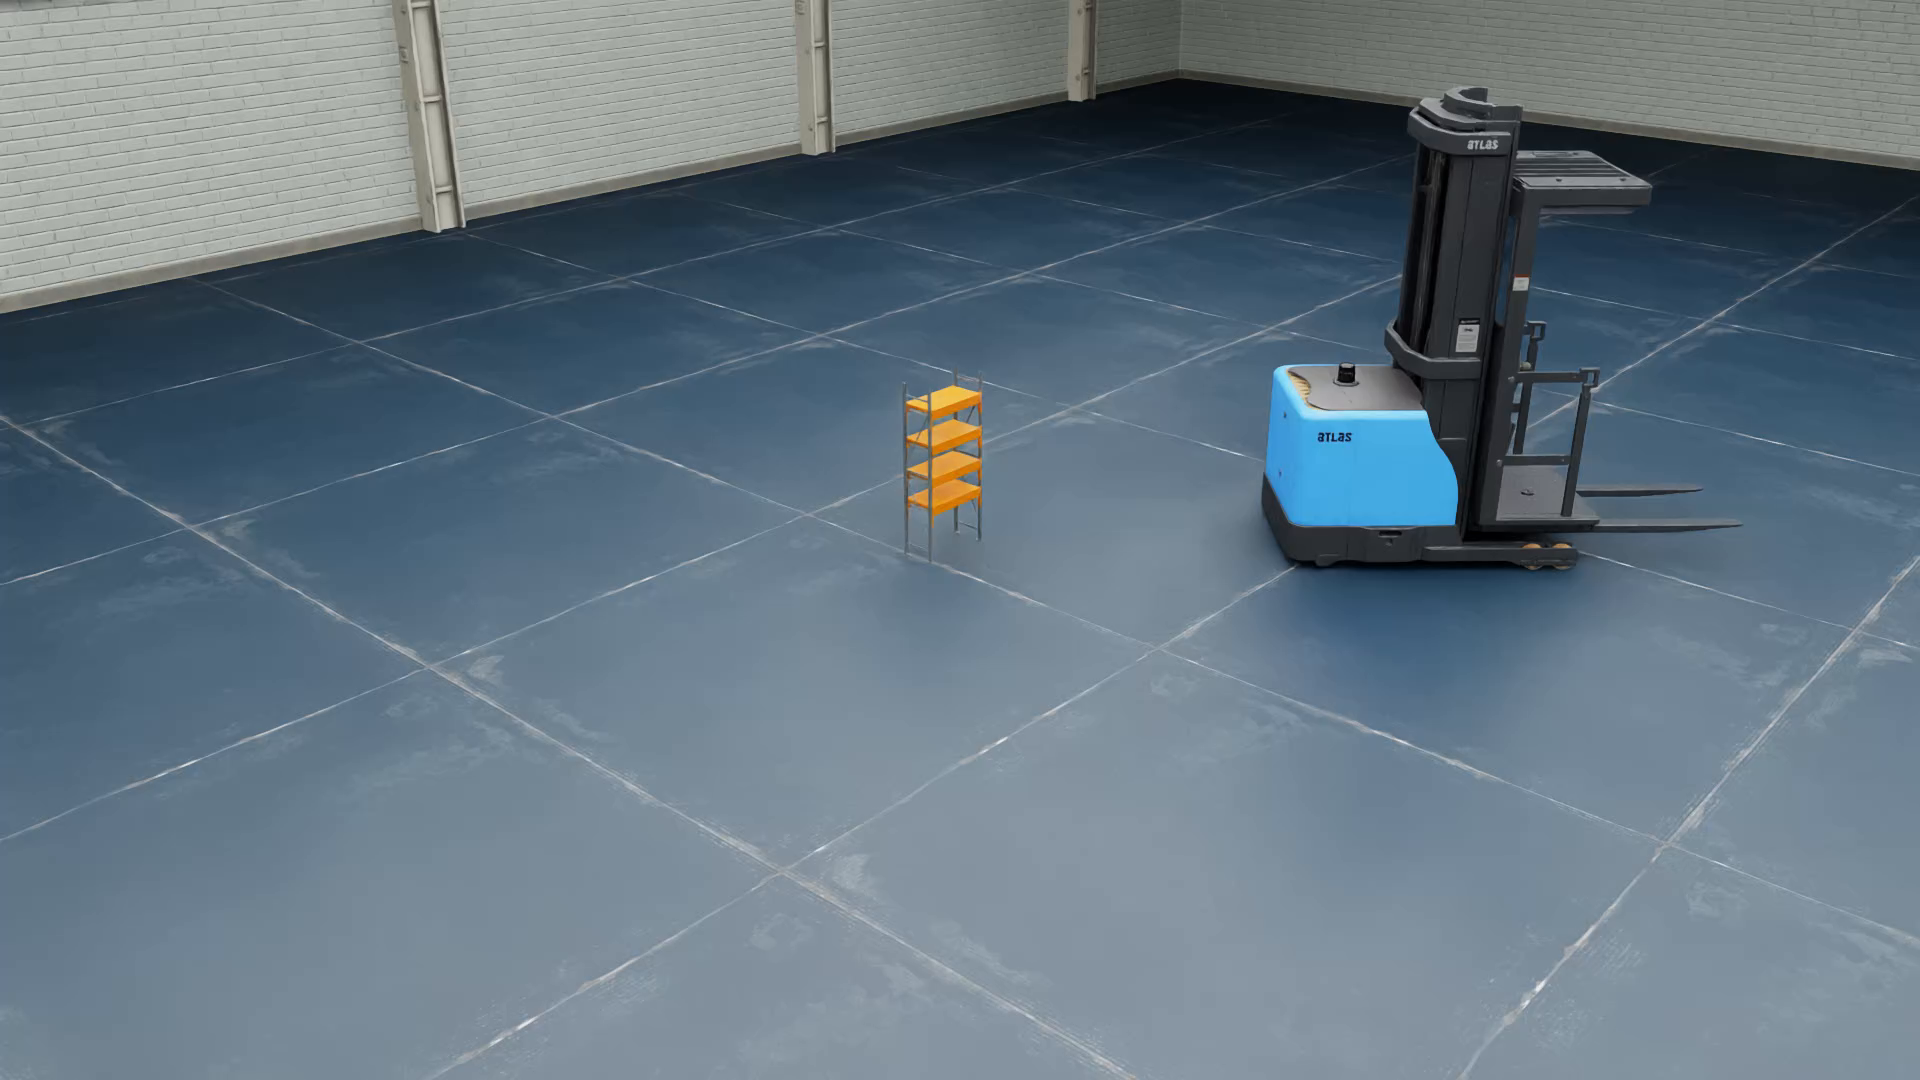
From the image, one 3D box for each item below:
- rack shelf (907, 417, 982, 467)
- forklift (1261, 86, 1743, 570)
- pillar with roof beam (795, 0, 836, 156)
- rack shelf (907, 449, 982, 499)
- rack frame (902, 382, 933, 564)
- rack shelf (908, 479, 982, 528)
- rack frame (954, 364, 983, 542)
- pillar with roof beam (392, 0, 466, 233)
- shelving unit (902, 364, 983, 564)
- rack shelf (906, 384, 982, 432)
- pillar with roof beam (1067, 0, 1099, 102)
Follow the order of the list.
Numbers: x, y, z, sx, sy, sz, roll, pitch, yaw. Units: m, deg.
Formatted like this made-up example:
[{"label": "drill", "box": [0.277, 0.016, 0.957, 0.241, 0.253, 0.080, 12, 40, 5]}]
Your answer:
[{"label": "rack shelf", "box": [-0.110, -0.640, 10.828, 0.258, 0.148, 0.480, 20, 31, 38]}, {"label": "forklift", "box": [3.630, -1.362, 10.705, 3.031, 2.935, 1.130, 0, 24, -1]}, {"label": "pillar with roof beam", "box": [1.207, -8.395, 18.974, 9.100, 9.000, 0.400, 20, 31, 38]}, {"label": "rack shelf", "box": [-0.110, -0.436, 10.920, 0.258, 0.148, 0.480, 20, 31, 38]}, {"label": "rack frame", "box": [-0.273, -0.423, 10.726, 0.240, 1.200, 0.015, 20, 31, 38]}, {"label": "rack shelf", "box": [-0.110, -0.254, 11.001, 0.258, 0.148, 0.480, 20, 31, 38]}, {"label": "rack frame", "box": [0.052, -0.571, 11.058, 0.240, 1.200, 0.015, 20, 31, 38]}, {"label": "pillar with roof beam", "box": [-2.797, -6.567, 14.897, 9.100, 9.000, 0.400, 20, 31, 38]}, {"label": "shelving unit", "box": [-0.110, -0.497, 10.892, 0.258, 1.200, 0.503, 20, 31, 38]}, {"label": "rack shelf", "box": [-0.110, -0.856, 10.731, 0.258, 0.148, 0.480, 20, 31, 38]}, {"label": "pillar with roof beam", "box": [5.211, -10.223, 23.051, 9.100, 9.000, 0.400, 20, 31, 38]}]
